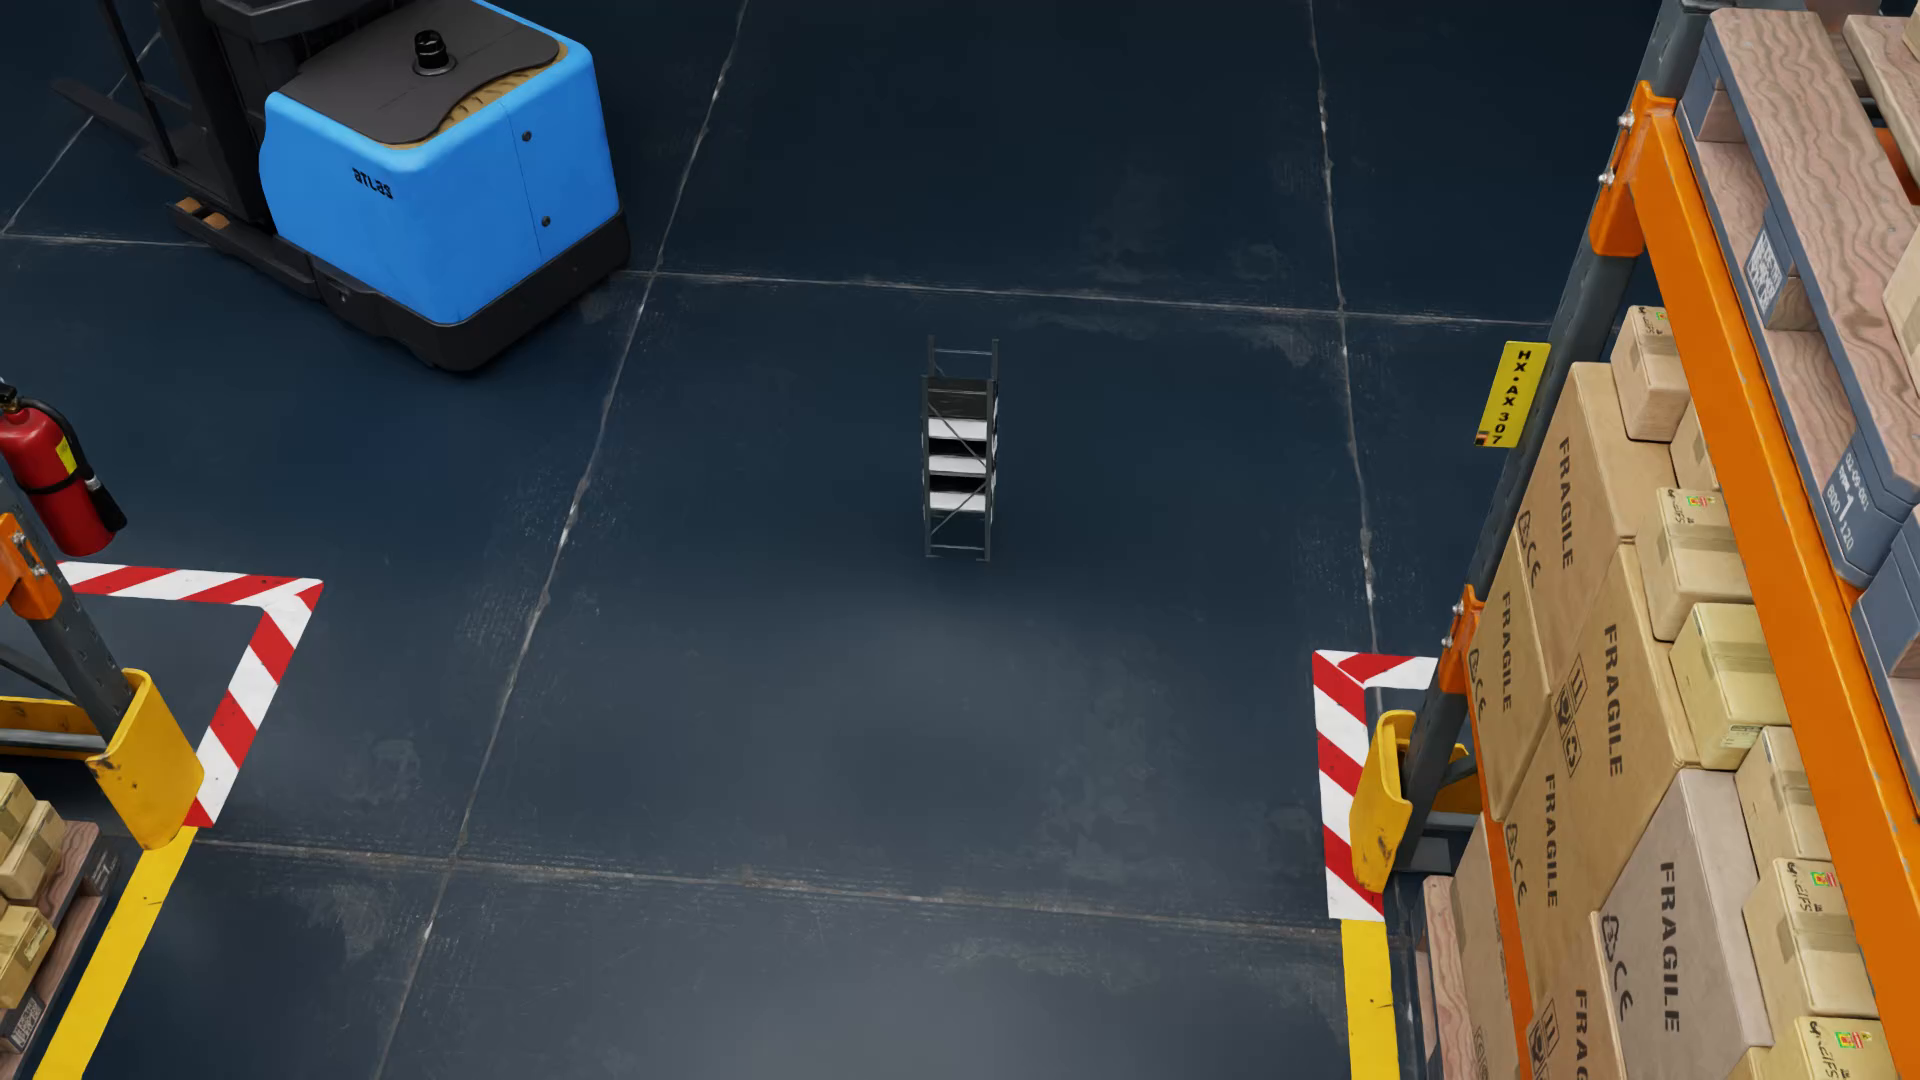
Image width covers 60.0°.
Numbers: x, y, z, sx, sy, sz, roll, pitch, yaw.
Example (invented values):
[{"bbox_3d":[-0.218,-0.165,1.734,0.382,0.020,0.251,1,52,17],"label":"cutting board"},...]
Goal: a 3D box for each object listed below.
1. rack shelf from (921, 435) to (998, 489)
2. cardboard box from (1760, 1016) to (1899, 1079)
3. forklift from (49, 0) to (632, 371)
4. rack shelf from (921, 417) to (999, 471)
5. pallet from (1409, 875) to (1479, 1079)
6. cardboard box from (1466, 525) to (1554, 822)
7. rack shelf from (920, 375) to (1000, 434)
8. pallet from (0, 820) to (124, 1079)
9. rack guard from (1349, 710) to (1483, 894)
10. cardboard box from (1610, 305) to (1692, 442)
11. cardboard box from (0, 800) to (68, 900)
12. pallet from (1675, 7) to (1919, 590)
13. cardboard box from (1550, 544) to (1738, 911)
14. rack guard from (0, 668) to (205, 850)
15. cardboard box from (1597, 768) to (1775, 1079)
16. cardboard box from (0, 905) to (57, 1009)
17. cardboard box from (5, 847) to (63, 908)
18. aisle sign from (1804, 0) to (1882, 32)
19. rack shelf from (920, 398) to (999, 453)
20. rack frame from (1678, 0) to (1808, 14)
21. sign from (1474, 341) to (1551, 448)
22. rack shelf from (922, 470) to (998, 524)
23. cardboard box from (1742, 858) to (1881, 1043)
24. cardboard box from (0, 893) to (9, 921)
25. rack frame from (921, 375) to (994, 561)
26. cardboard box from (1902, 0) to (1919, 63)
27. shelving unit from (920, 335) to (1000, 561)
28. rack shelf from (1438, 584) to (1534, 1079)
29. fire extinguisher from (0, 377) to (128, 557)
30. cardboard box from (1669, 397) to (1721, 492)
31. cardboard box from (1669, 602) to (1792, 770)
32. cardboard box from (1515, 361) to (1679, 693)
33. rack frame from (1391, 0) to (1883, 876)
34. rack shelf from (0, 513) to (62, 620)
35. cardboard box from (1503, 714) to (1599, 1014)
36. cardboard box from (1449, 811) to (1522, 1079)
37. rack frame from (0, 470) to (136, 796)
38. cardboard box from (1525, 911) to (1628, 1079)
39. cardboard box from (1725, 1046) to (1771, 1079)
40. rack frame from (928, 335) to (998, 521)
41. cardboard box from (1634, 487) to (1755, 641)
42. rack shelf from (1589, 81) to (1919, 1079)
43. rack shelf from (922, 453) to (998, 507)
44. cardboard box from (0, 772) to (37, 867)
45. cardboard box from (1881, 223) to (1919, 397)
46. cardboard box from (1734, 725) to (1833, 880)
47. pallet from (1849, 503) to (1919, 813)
[{"bbox_3d":[0.001,-0.287,5.948,0.258,0.077,0.200,4,48,4],"label":"rack shelf"},{"bbox_3d":[1.349,0.813,2.288,0.380,0.149,0.250,3,48,3],"label":"cardboard box"},{"bbox_3d":[-2.935,-2.566,6.611,3.031,2.935,1.130,28,54,23],"label":"forklift"},{"bbox_3d":[0.001,-0.348,5.882,0.258,0.077,0.200,4,48,4],"label":"rack shelf"},{"bbox_3d":[1.845,1.558,4.682,1.003,0.211,1.213,4,48,4],"label":"pallet"},{"bbox_3d":[1.511,0.324,3.853,0.500,0.500,0.500,4,48,3],"label":"cardboard box"},{"bbox_3d":[0.001,-0.469,5.749,0.258,0.077,0.200,4,48,4],"label":"rack shelf"},{"bbox_3d":[-3.215,1.357,4.865,1.003,0.211,1.213,4,48,4],"label":"pallet"},{"bbox_3d":[1.842,0.850,5.133,1.175,0.500,0.348,4,48,4],"label":"rack guard"},{"bbox_3d":[1.532,-0.323,3.328,0.380,0.149,0.250,5,48,4],"label":"cardboard box"},{"bbox_3d":[-2.862,0.893,4.846,0.380,0.149,0.250,3,48,2],"label":"cardboard box"},{"bbox_3d":[1.783,-0.412,2.621,1.003,0.211,1.213,4,48,4],"label":"pallet"},{"bbox_3d":[1.473,0.367,3.136,0.500,0.500,0.500,3,48,2],"label":"cardboard box"},{"bbox_3d":[-3.105,0.665,5.303,1.175,0.500,0.348,4,48,4],"label":"rack guard"},{"bbox_3d":[1.434,0.746,2.790,0.500,0.500,0.500,4,48,3],"label":"cardboard box"},{"bbox_3d":[-2.861,1.183,4.783,0.380,0.149,0.250,5,48,5],"label":"cardboard box"},{"bbox_3d":[-2.939,0.987,4.962,0.380,0.149,0.250,5,48,4],"label":"cardboard box"},{"bbox_3d":[1.558,-0.925,3.302,0.394,0.787,0.004,4,48,4],"label":"aisle sign"},{"bbox_3d":[0.001,-0.409,5.815,0.258,0.077,0.200,4,48,4],"label":"rack shelf"},{"bbox_3d":[1.840,-2.000,1.981,1.000,3.000,0.127,4,48,4],"label":"rack frame"},{"bbox_3d":[1.288,-0.336,3.884,0.100,0.325,0.005,4,48,4],"label":"sign"},{"bbox_3d":[0.001,-0.166,6.081,0.258,0.077,0.200,4,48,4],"label":"rack shelf"},{"bbox_3d":[1.399,0.629,2.457,0.380,0.149,0.250,4,48,4],"label":"cardboard box"},{"bbox_3d":[-2.940,1.081,4.674,0.380,0.149,0.250,3,48,3],"label":"cardboard box"},{"bbox_3d":[-0.009,-0.235,5.855,0.240,0.900,0.006,4,48,4],"label":"rack frame"},{"bbox_3d":[1.889,-0.776,2.643,0.500,0.250,0.500,0,48,0],"label":"cardboard box"},{"bbox_3d":[0.001,-0.310,5.923,0.258,0.900,0.210,4,48,4],"label":"shelving unit"},{"bbox_3d":[1.658,1.737,3.116,1.077,0.370,4.000,4,48,4],"label":"rack shelf"},{"bbox_3d":[-2.616,-0.236,4.738,0.296,0.674,0.183,4,48,4],"label":"fire extinguisher"},{"bbox_3d":[1.579,-0.126,3.148,0.380,0.149,0.250,5,48,4],"label":"cardboard box"},{"bbox_3d":[1.435,0.252,2.802,0.380,0.149,0.250,2,48,2],"label":"cardboard box"},{"bbox_3d":[1.513,-0.013,3.484,0.500,0.500,0.500,3,48,3],"label":"cardboard box"},{"bbox_3d":[1.840,0.024,4.195,1.000,3.000,0.127,4,48,4],"label":"rack frame"},{"bbox_3d":[-3.281,1.478,3.353,1.077,0.370,4.000,4,48,4],"label":"rack shelf"},{"bbox_3d":[1.492,0.698,3.511,0.500,0.500,0.500,3,48,3],"label":"cardboard box"},{"bbox_3d":[1.880,1.239,4.536,0.875,0.438,0.875,2,48,2],"label":"cardboard box"},{"bbox_3d":[-3.098,-0.234,4.431,1.000,3.000,0.127,4,48,4],"label":"rack frame"},{"bbox_3d":[1.428,1.070,3.171,0.500,0.500,0.500,4,48,3],"label":"cardboard box"},{"bbox_3d":[1.389,1.112,2.454,0.500,0.500,0.500,4,48,4],"label":"cardboard box"},{"bbox_3d":[0.010,-0.384,5.992,0.240,0.900,0.006,4,48,4],"label":"rack frame"},{"bbox_3d":[1.441,0.057,2.980,0.380,0.149,0.250,5,48,5],"label":"cardboard box"},{"bbox_3d":[1.658,0.725,2.009,1.077,0.370,4.000,4,48,4],"label":"rack shelf"},{"bbox_3d":[0.001,-0.226,6.014,0.258,0.077,0.200,4,48,4],"label":"rack shelf"},{"bbox_3d":[-2.894,0.792,4.737,0.380,0.149,0.250,4,48,4],"label":"cardboard box"},{"bbox_3d":[1.512,-0.294,2.272,0.380,0.149,0.250,5,48,5],"label":"cardboard box"},{"bbox_3d":[1.464,0.448,2.622,0.380,0.149,0.250,4,48,4],"label":"cardboard box"},{"bbox_3d":[1.674,0.487,1.799,1.003,0.211,1.213,4,48,4],"label":"pallet"}]
